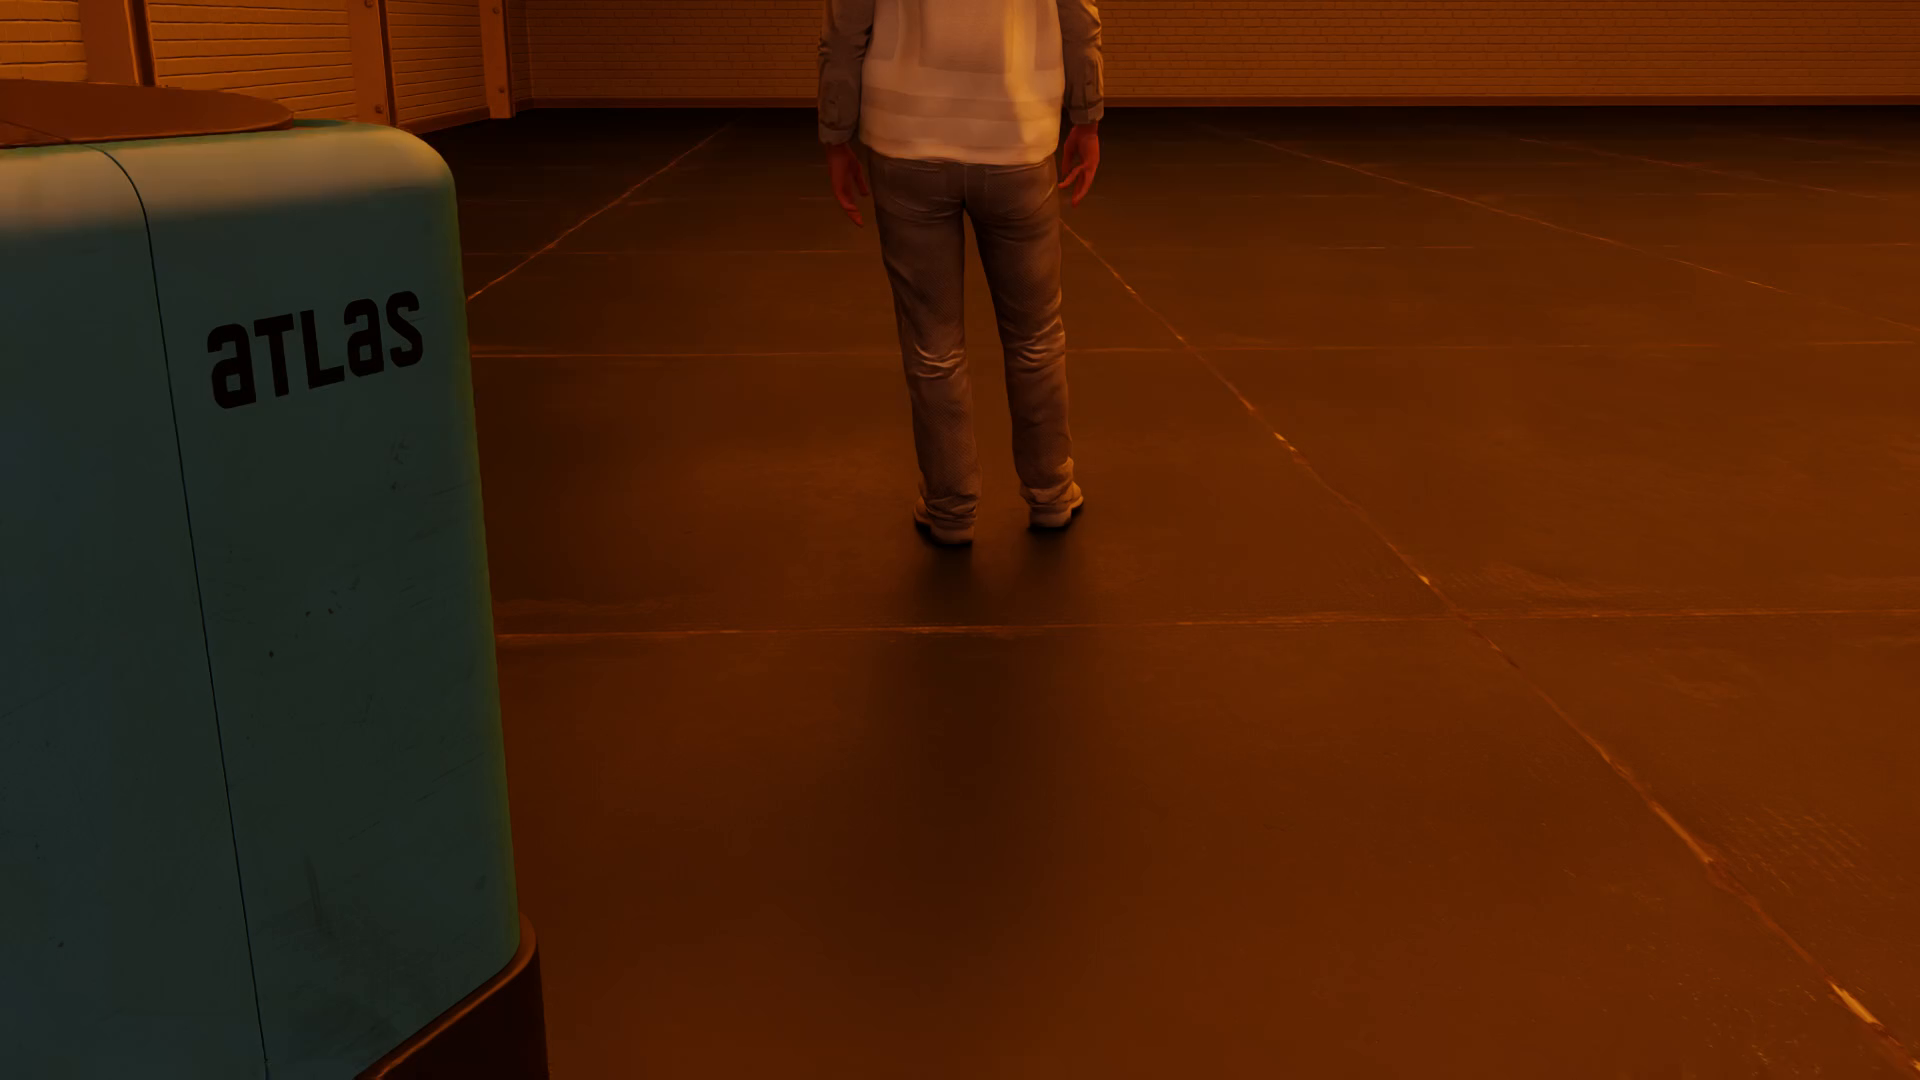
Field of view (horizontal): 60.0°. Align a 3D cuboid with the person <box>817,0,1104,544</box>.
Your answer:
[{"bbox_3d":[0.004,-0.874,3.717,0.634,1.775,0.566,-1,17,-3],"label":"person"}]
